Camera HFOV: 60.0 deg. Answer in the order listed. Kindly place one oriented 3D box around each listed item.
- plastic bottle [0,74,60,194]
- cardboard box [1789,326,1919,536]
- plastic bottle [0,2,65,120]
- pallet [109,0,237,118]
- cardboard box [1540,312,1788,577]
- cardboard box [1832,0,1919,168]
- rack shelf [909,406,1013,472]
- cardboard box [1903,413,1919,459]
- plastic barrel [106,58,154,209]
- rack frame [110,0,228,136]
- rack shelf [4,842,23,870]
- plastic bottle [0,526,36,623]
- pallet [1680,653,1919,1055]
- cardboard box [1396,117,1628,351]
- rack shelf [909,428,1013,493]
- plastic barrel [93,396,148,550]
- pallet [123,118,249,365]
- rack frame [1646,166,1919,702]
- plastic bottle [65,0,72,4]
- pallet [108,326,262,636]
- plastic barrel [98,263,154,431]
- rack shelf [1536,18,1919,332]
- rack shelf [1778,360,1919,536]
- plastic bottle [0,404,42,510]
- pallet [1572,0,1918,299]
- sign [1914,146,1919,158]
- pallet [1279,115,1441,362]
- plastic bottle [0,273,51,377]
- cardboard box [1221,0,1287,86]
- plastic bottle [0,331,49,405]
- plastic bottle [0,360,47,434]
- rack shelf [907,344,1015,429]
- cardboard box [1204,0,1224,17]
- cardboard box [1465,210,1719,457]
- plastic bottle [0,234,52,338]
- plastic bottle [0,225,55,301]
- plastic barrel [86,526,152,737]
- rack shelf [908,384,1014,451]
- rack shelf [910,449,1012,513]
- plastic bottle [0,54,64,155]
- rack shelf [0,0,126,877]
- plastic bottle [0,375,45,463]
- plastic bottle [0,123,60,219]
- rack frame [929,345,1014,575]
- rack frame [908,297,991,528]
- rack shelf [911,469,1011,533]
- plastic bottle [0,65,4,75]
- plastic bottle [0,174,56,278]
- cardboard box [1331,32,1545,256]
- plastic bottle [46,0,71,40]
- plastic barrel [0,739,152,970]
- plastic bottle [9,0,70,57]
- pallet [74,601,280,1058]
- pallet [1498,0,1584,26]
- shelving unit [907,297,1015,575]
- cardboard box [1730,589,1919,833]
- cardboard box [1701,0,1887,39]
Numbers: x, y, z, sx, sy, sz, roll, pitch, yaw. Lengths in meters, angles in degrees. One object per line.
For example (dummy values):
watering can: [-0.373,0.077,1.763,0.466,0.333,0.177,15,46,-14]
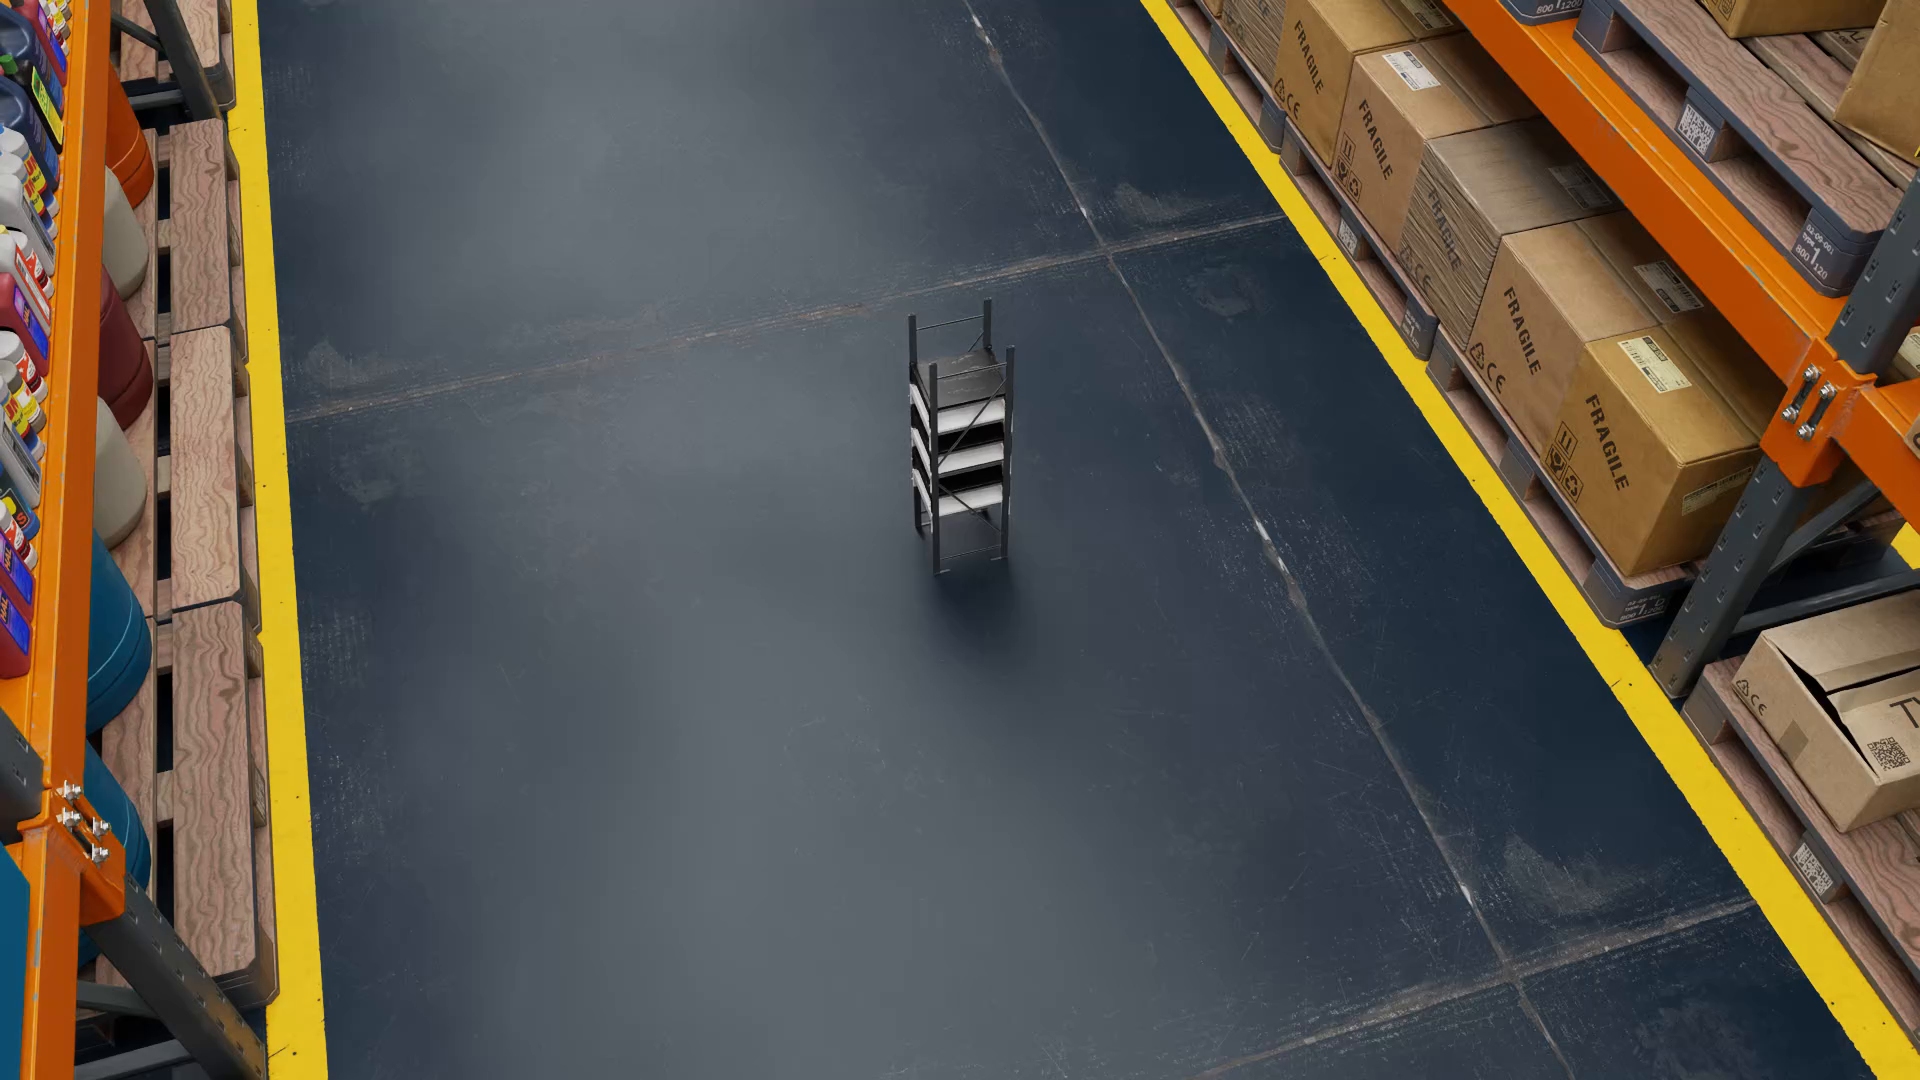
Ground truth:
plastic bottle: [-2.419,-1.050,4.206,0.144,0.351,0.185,-13,51,-11]
cardboard box: [2.620,-0.398,4.971,0.500,0.500,0.500,-15,52,-13]
plastic bottle: [-2.513,-1.282,4.402,0.144,0.351,0.185,-13,51,-11]
pallet: [-3.578,-2.134,6.911,1.003,0.211,1.213,-13,51,-11]
cardboard box: [2.111,-0.285,4.876,0.500,0.500,0.500,-14,51,-11]
cardboard box: [2.604,-1.218,3.975,0.700,0.500,0.500,-30,56,-23]
rack shelf: [0.002,-0.321,4.858,0.258,0.077,0.200,-13,51,-11]
cardboard box: [2.421,-0.252,3.435,0.500,0.500,0.500,-12,51,-10]
plastic barrel: [-3.225,-1.540,5.731,0.600,0.830,0.708,-13,51,-11]
rack frame: [-3.386,-2.458,5.360,1.000,3.000,0.127,-13,51,-11]
rack shelf: [-1.611,2.093,1.866,0.919,0.124,3.809,-13,51,-11]
plastic bottle: [-1.943,0.040,3.331,0.061,0.283,0.133,-13,51,-11]
pallet: [2.732,0.747,4.482,1.003,0.211,1.213,-13,51,-11]
cardboard box: [1.824,-1.015,5.491,0.500,0.500,0.500,-13,51,-11]
rack shelf: [0.002,-0.263,4.926,0.258,0.077,0.200,-13,51,-11]
plastic barrel: [-2.638,-0.221,4.827,0.421,0.512,0.421,0,50,0]
pallet: [-3.113,-0.993,5.949,1.003,0.211,1.213,-13,51,-11]
rack frame: [2.530,-0.654,3.839,1.000,3.000,0.127,-13,51,-11]
plastic bottle: [-2.658,-1.676,4.785,0.097,0.271,0.097,0,50,0]
pallet: [-2.755,-0.103,5.199,1.003,0.211,1.213,-13,51,-11]
plastic barrel: [-2.891,-0.638,5.128,0.600,0.588,0.708,-13,51,-11]
rack shelf: [1.939,-1.945,5.271,0.919,0.124,3.809,-13,51,-11]
rack shelf: [3.122,1.039,2.883,1.077,0.370,4.000,-13,51,-11]
plastic bottle: [-2.084,-0.188,3.528,0.152,0.276,0.135,-13,51,-11]
pallet: [2.398,-1.200,4.425,1.003,0.211,1.213,-13,51,-11]
sign: [2.001,-0.899,3.288,0.100,0.325,0.005,-13,51,-11]
pallet: [1.889,-1.233,6.151,1.003,0.211,1.213,-13,51,-11]
plastic bottle: [-2.166,-0.512,3.796,0.061,0.283,0.133,-13,51,-11]
cardboard box: [1.369,-2.133,6.433,0.500,0.500,0.500,-15,51,-12]
plastic bottle: [-2.150,-0.397,3.753,0.097,0.201,0.097,0,50,0]
plastic bottle: [-2.121,-0.326,3.693,0.097,0.201,0.097,0,50,0]
rack shelf: [0.002,-0.437,4.720,0.258,0.077,0.200,-13,51,-11]
cardboard box: [1.209,-2.514,6.755,0.500,0.500,0.500,-11,51,-9]
cardboard box: [1.972,-0.648,5.182,0.500,0.500,0.500,-13,51,-11]
plastic bottle: [-2.249,-0.597,3.872,0.152,0.276,0.135,-13,51,-11]
plastic bottle: [-2.258,-0.664,3.977,0.097,0.201,0.097,0,50,0]
plastic barrel: [-2.557,0.086,4.313,0.600,0.901,0.708,-13,51,-11]
rack shelf: [0.002,-0.379,4.789,0.258,0.077,0.200,-13,51,-11]
rack shelf: [0.002,-0.205,4.995,0.258,0.077,0.200,-13,51,-11]
plastic bottle: [-2.426,-1.154,4.337,0.061,0.283,0.133,-13,51,-11]
rack shelf: [-2.794,-0.765,4.404,1.077,0.370,4.000,-13,51,-11]
plastic bottle: [-2.092,-0.277,3.606,0.097,0.271,0.097,0,50,0]
plastic bottle: [-2.355,-0.927,4.153,0.097,0.271,0.097,0,50,0]
rack frame: [0.032,-0.210,4.838,0.240,0.900,0.006,-13,51,-11]
rack frame: [-0.028,-0.358,4.964,0.240,0.900,0.006,-13,51,-11]
rack shelf: [0.002,-0.147,5.064,0.258,0.077,0.200,-13,51,-11]
plastic bottle: [-2.484,-1.140,4.326,0.061,0.283,0.133,-13,51,-11]
plastic bottle: [-2.318,-0.766,4.015,0.152,0.276,0.135,-13,51,-11]
cardboard box: [1.672,-1.385,5.803,0.500,0.500,0.500,-15,51,-12]
plastic bottle: [-2.601,-1.511,4.692,0.097,0.201,0.097,0,50,0]
plastic barrel: [-2.347,0.603,3.877,0.600,0.901,0.708,-13,51,-11]
plastic bottle: [-2.572,-1.440,4.632,0.097,0.201,0.097,0,50,0]
pallet: [-2.391,0.790,4.446,1.003,0.211,1.213,-13,51,-11]
pallet: [1.927,-2.094,5.179,1.003,0.211,1.213,-13,51,-11]
shelving unit: [0.002,-0.284,4.901,0.258,0.900,0.210,-13,51,-11]
cardboard box: [2.448,0.427,4.399,0.500,0.311,0.500,-13,51,-11]
cardboard box: [2.340,-1.706,4.386,0.700,0.500,0.500,-6,50,-5]
